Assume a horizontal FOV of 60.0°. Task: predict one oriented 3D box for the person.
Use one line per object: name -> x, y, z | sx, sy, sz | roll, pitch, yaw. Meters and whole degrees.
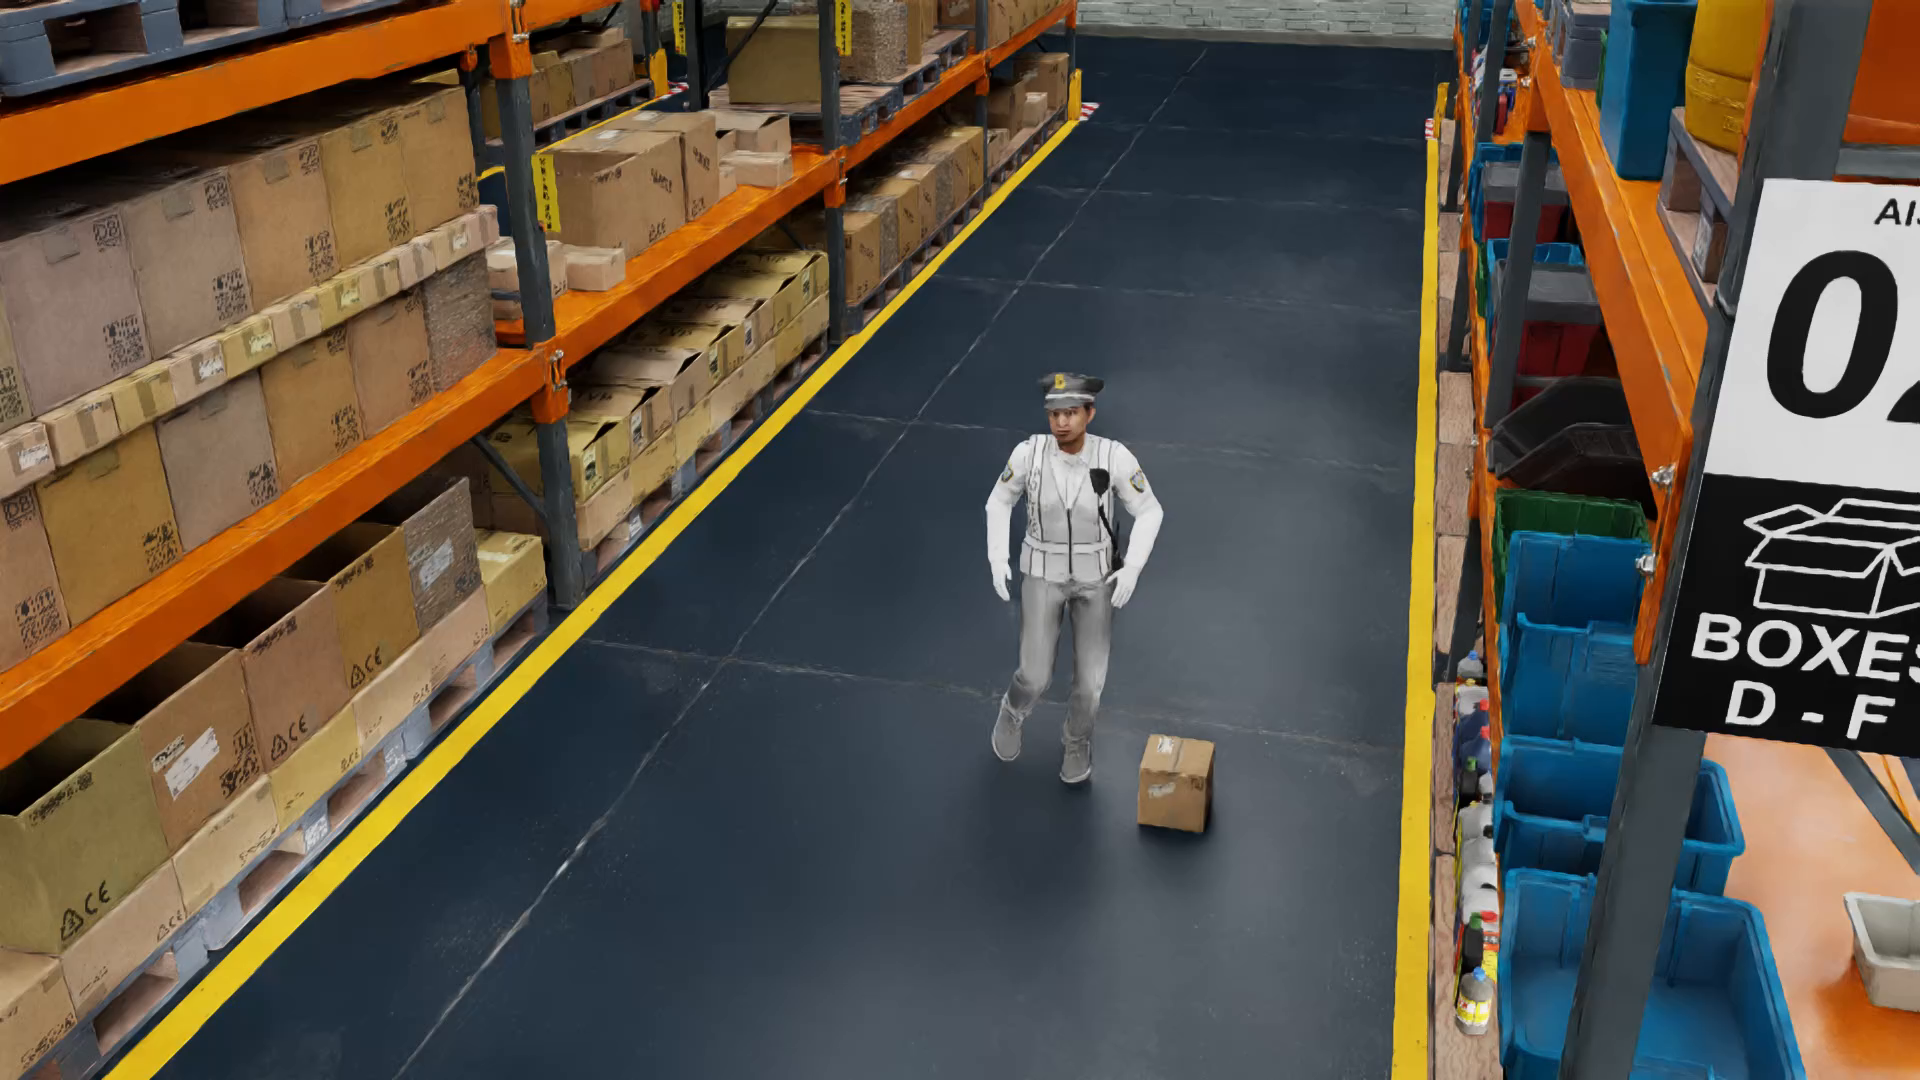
person -> 0.433, 0.159, 6.285 | 0.655, 1.667, 0.468 | -1, 25, -2
